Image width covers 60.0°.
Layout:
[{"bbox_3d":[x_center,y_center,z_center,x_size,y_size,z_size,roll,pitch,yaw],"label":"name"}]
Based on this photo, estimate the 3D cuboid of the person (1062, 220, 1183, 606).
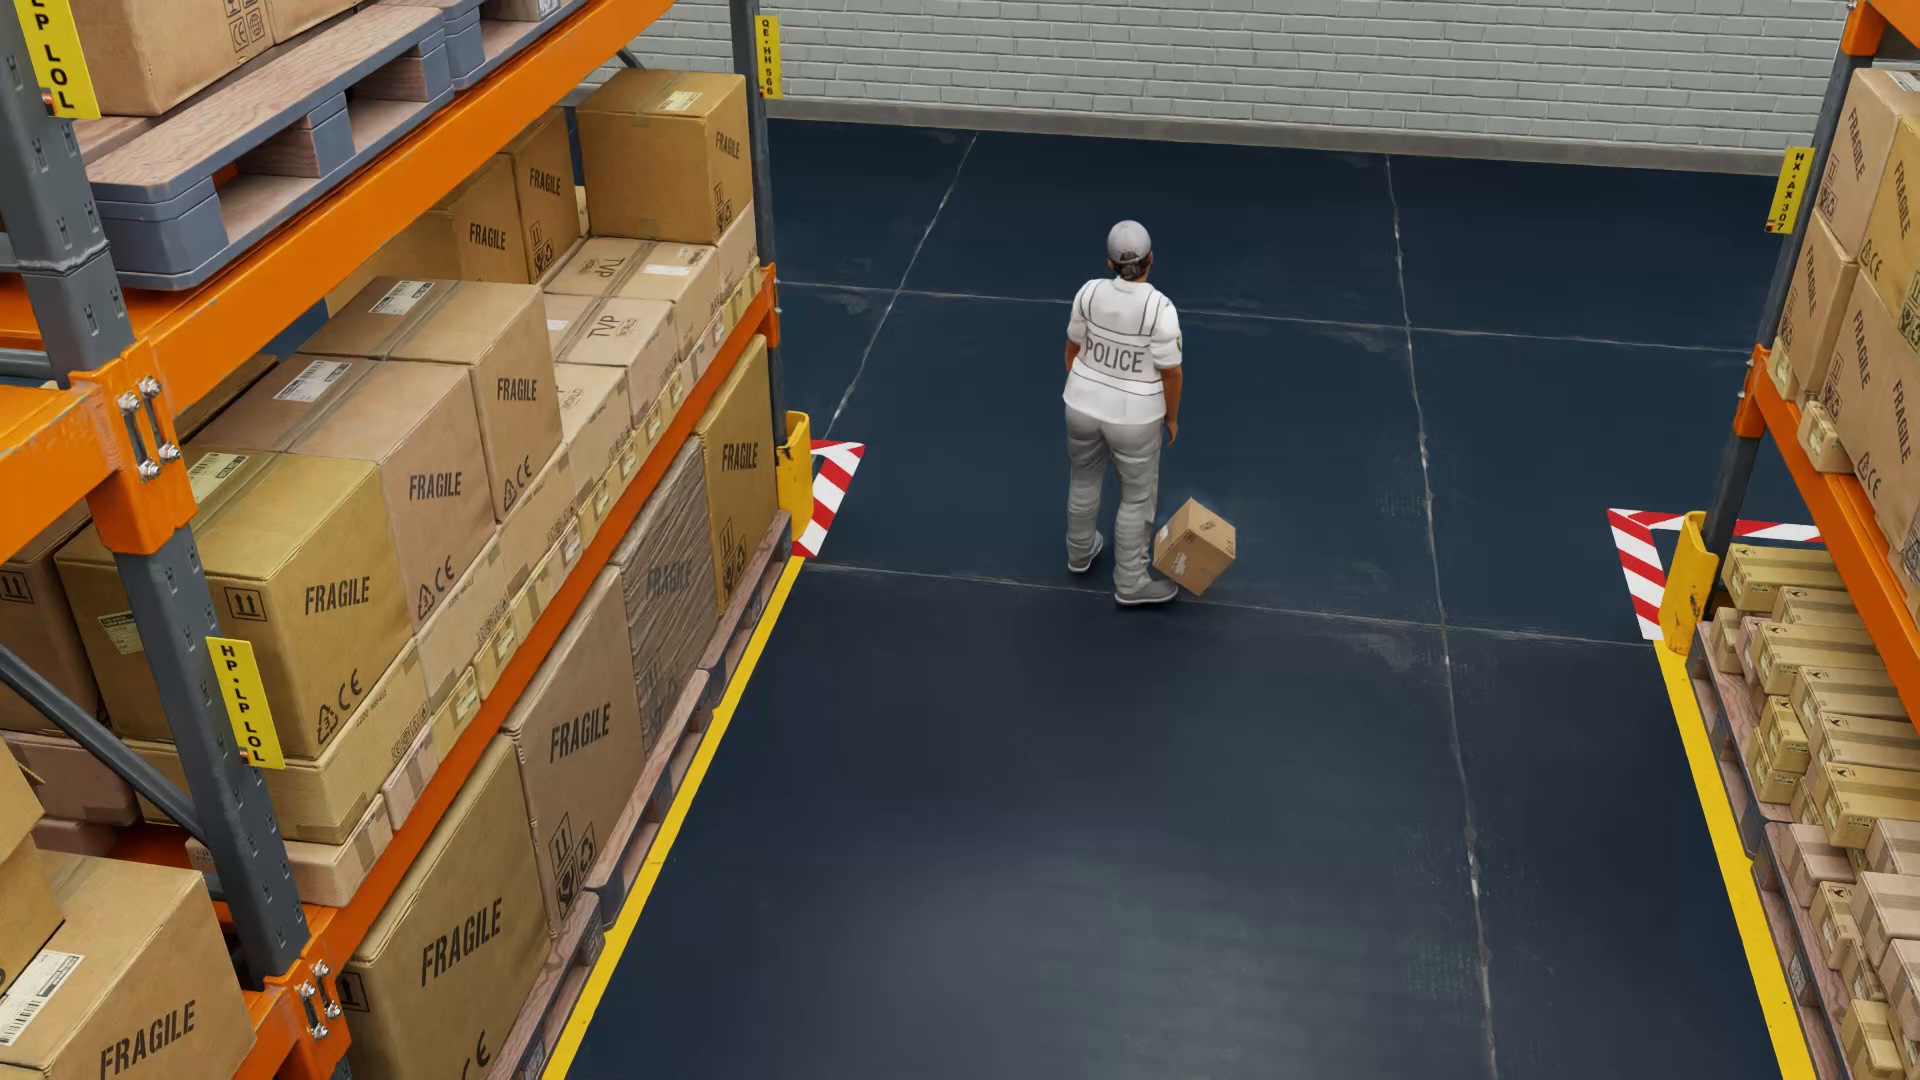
[{"bbox_3d":[0.686,-0.528,6.920,0.578,1.673,0.445,18,37,25],"label":"person"}]
